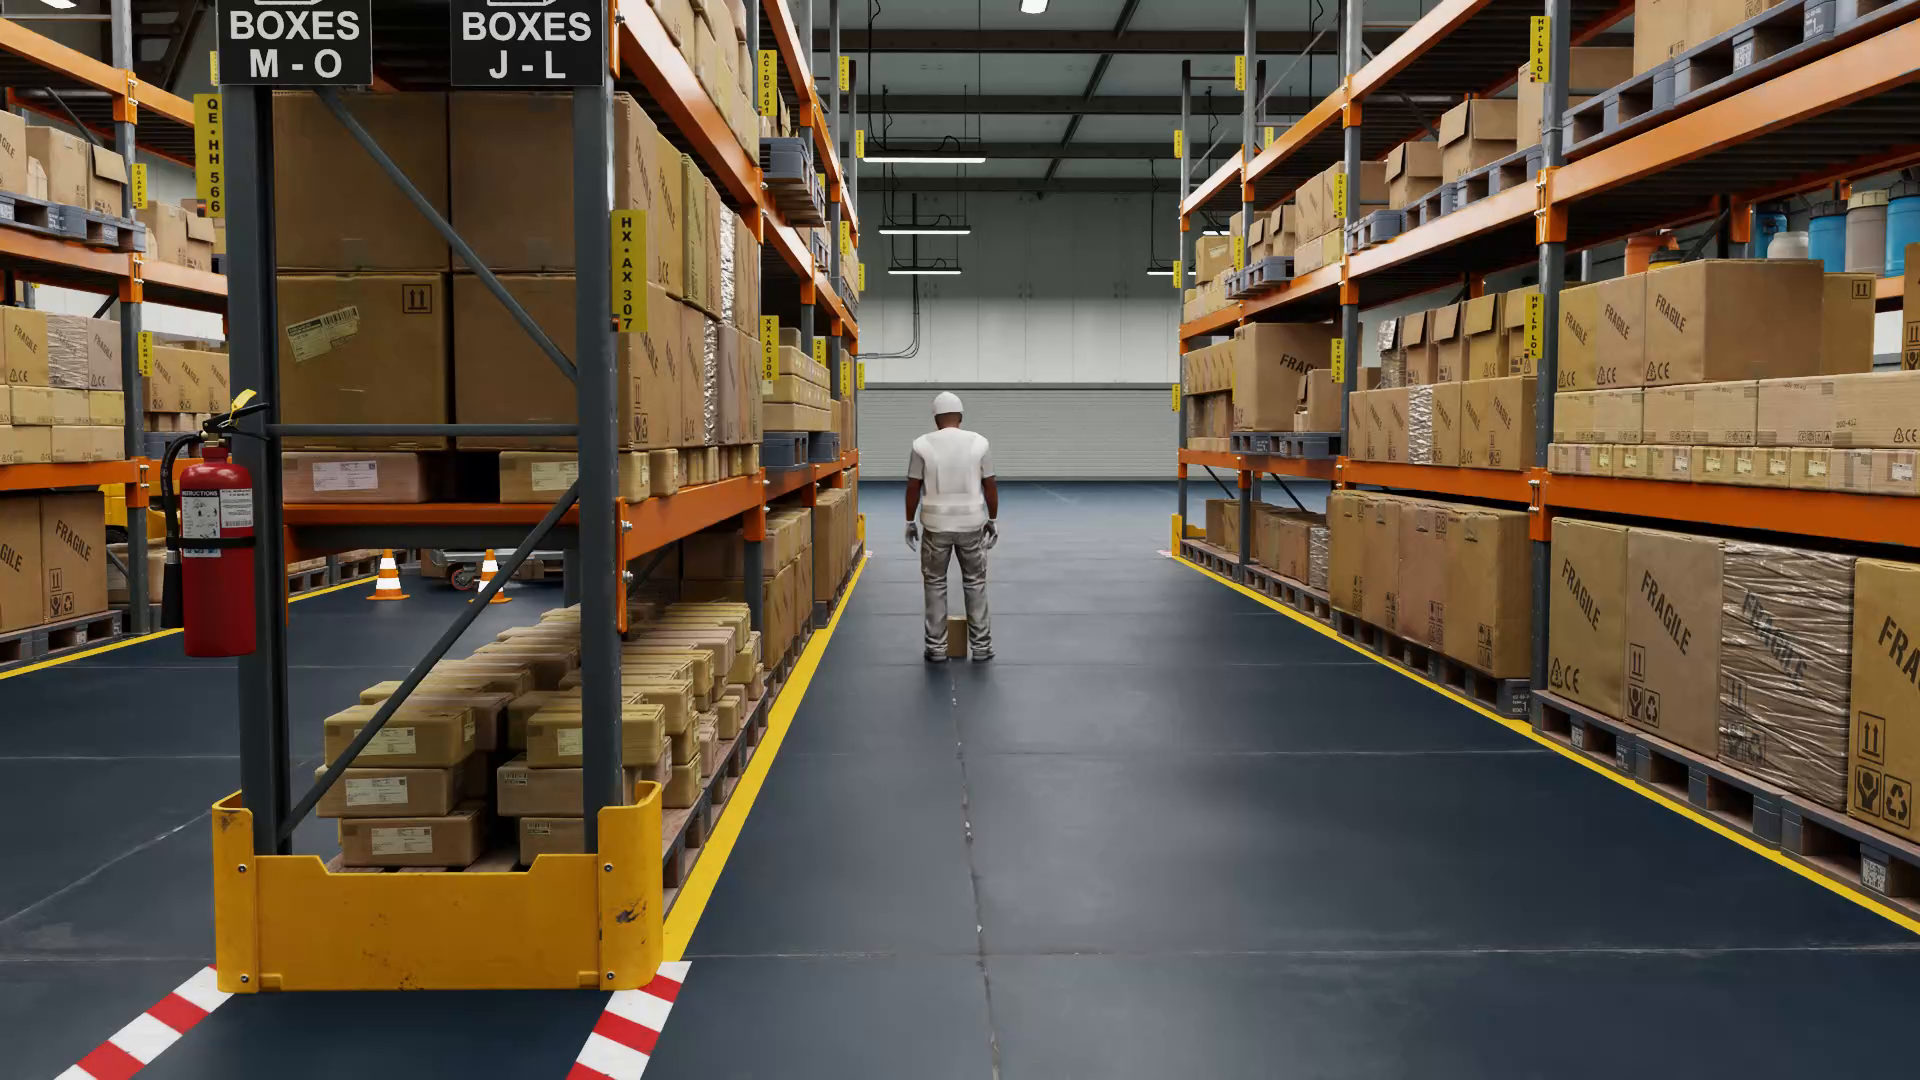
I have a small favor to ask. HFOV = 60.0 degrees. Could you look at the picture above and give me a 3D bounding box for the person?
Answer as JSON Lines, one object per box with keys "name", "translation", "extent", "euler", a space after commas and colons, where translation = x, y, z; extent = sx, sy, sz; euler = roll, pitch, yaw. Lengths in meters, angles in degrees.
{"name": "person", "translation": [-0.039, -0.093, 11.027], "extent": [0.618, 1.774, 0.452], "euler": [0, 4, -2]}
